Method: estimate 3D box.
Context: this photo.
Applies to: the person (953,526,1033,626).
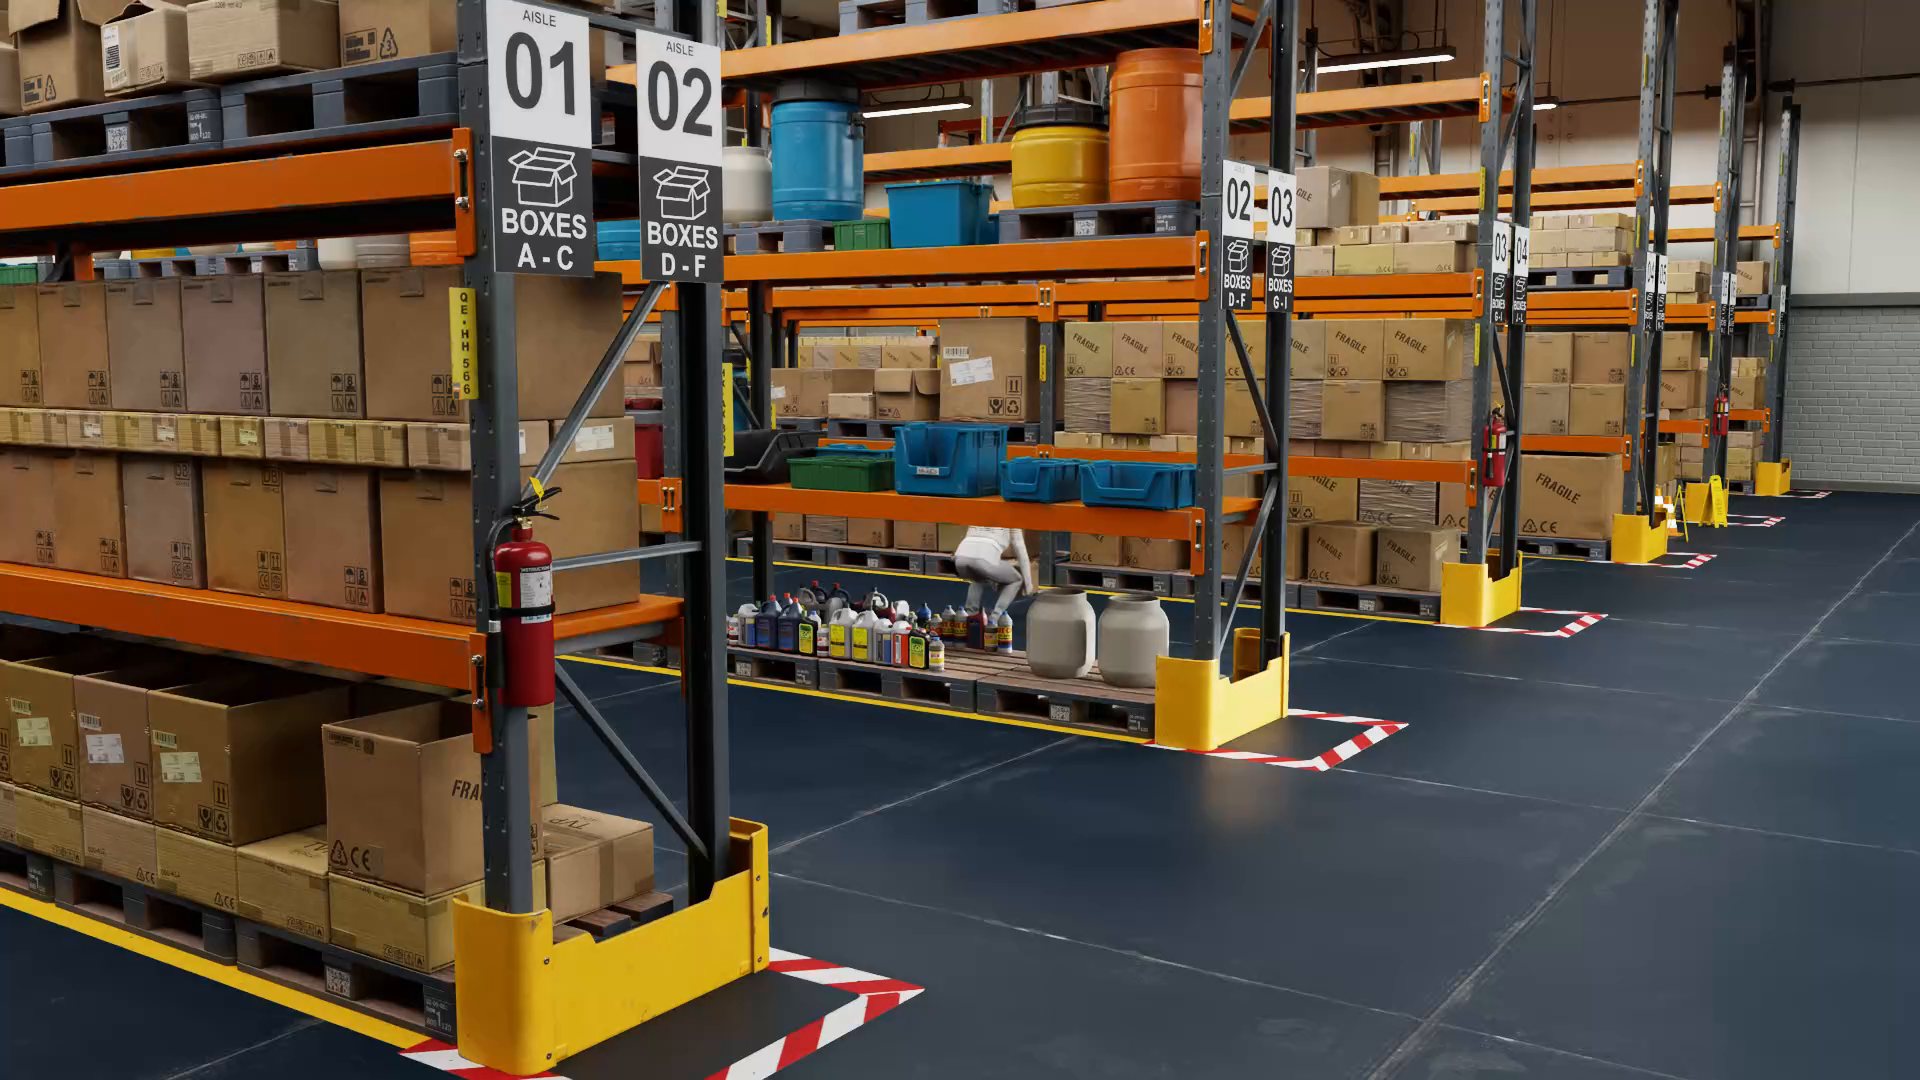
[{"bbox_3d":[0.247,0.161,13.412,0.499,1.036,0.820,4,8,33],"label":"person"}]
